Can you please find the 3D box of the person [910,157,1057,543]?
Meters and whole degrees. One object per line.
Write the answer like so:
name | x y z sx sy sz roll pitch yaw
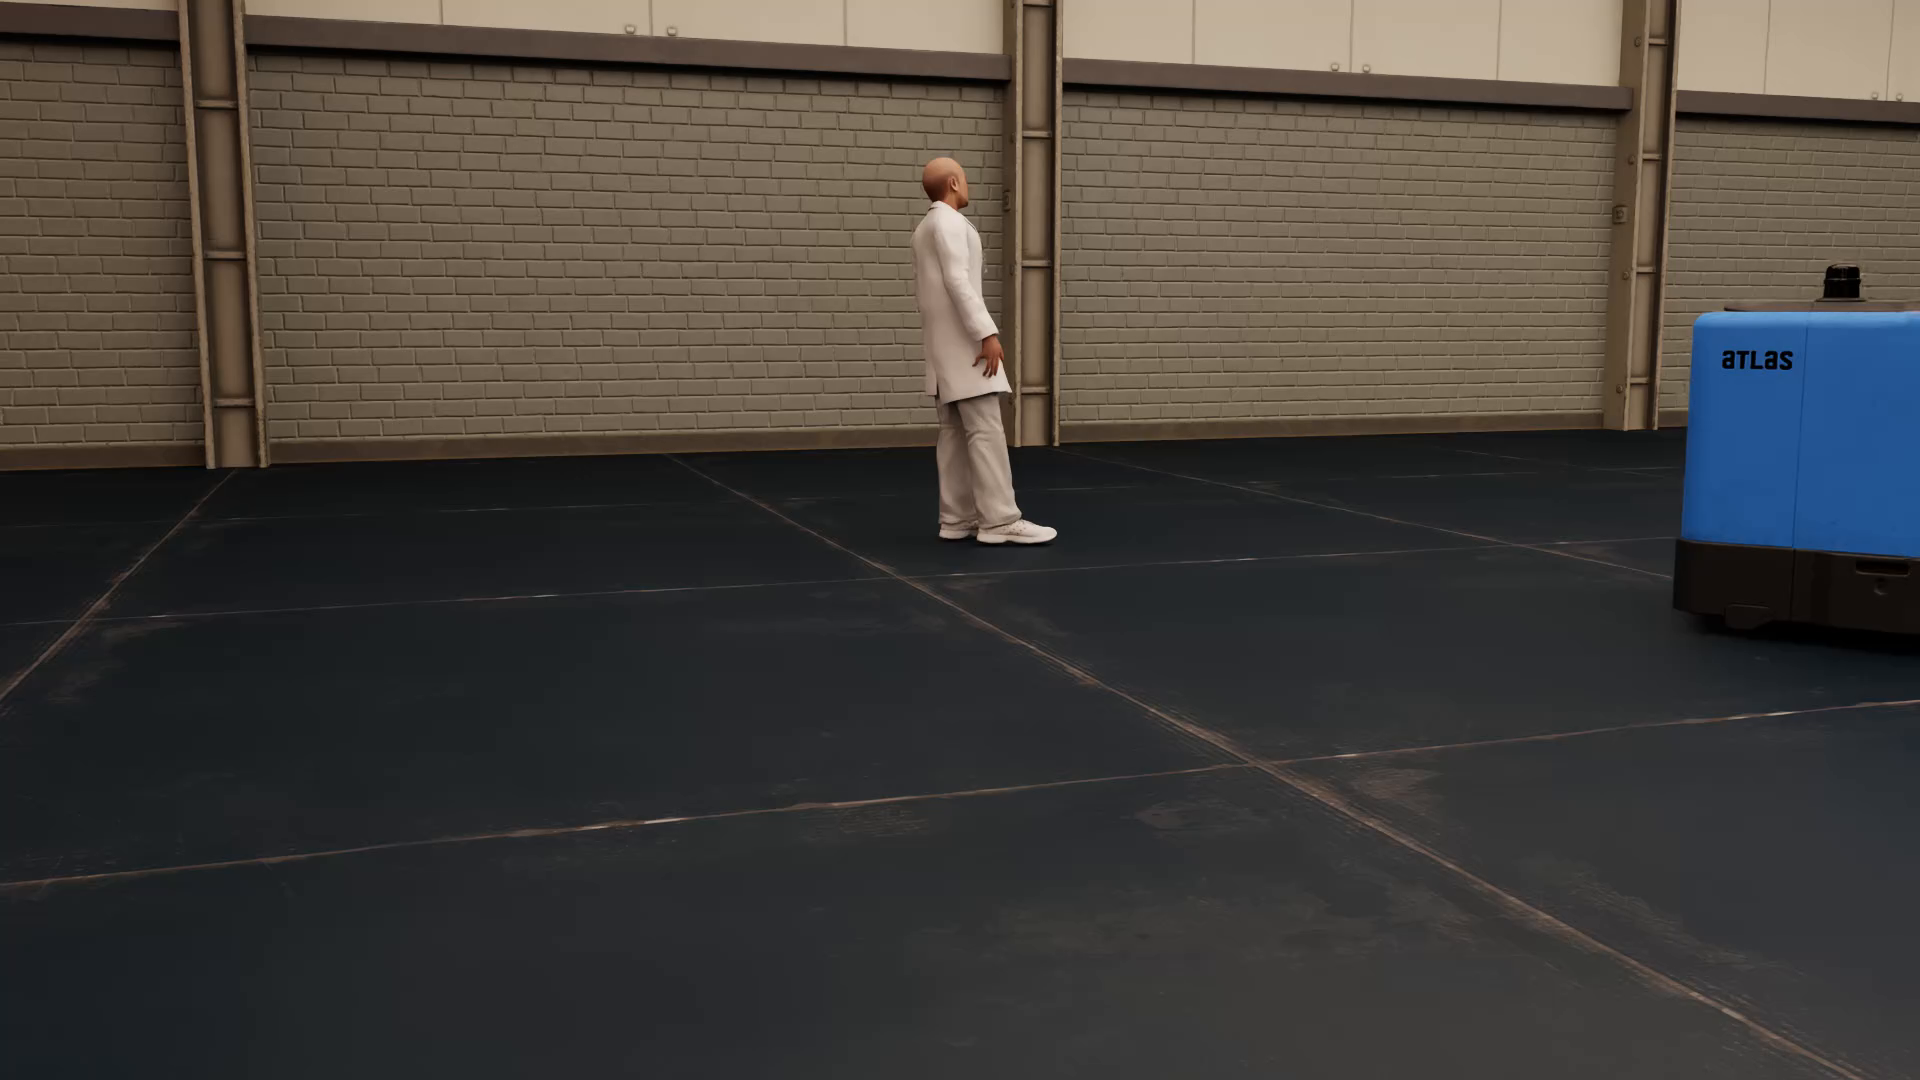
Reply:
person | 0.088 -0.892 7.828 0.578 1.777 0.698 -3 8 -18

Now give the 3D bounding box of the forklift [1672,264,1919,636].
forklift | 3.939 -1.085 5.026 3.031 2.935 1.130 5 9 34
